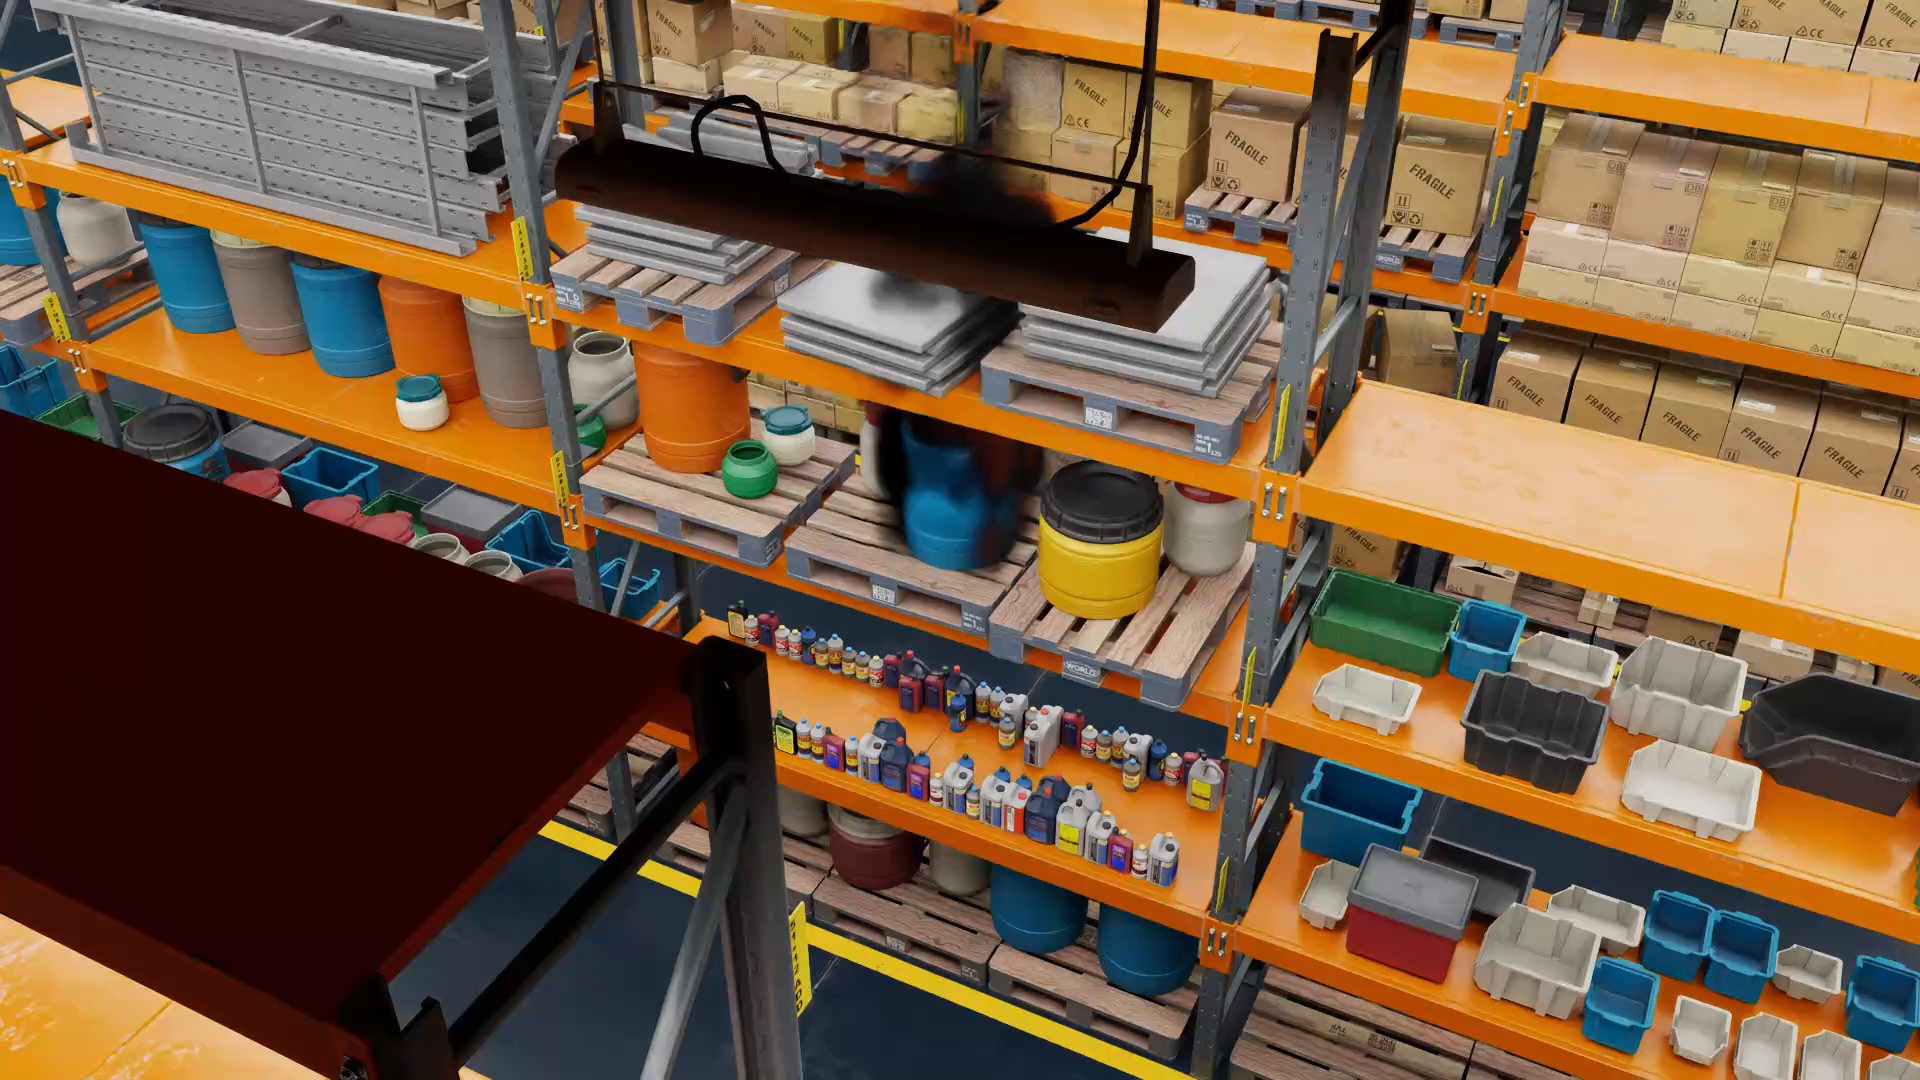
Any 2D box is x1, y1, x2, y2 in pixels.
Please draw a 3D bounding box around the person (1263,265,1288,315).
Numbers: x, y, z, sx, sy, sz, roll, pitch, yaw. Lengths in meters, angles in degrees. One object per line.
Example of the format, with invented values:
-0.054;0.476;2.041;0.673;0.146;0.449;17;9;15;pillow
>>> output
2.716;-1.807;15.051;0.728;1.648;0.509;13;37;17;person
